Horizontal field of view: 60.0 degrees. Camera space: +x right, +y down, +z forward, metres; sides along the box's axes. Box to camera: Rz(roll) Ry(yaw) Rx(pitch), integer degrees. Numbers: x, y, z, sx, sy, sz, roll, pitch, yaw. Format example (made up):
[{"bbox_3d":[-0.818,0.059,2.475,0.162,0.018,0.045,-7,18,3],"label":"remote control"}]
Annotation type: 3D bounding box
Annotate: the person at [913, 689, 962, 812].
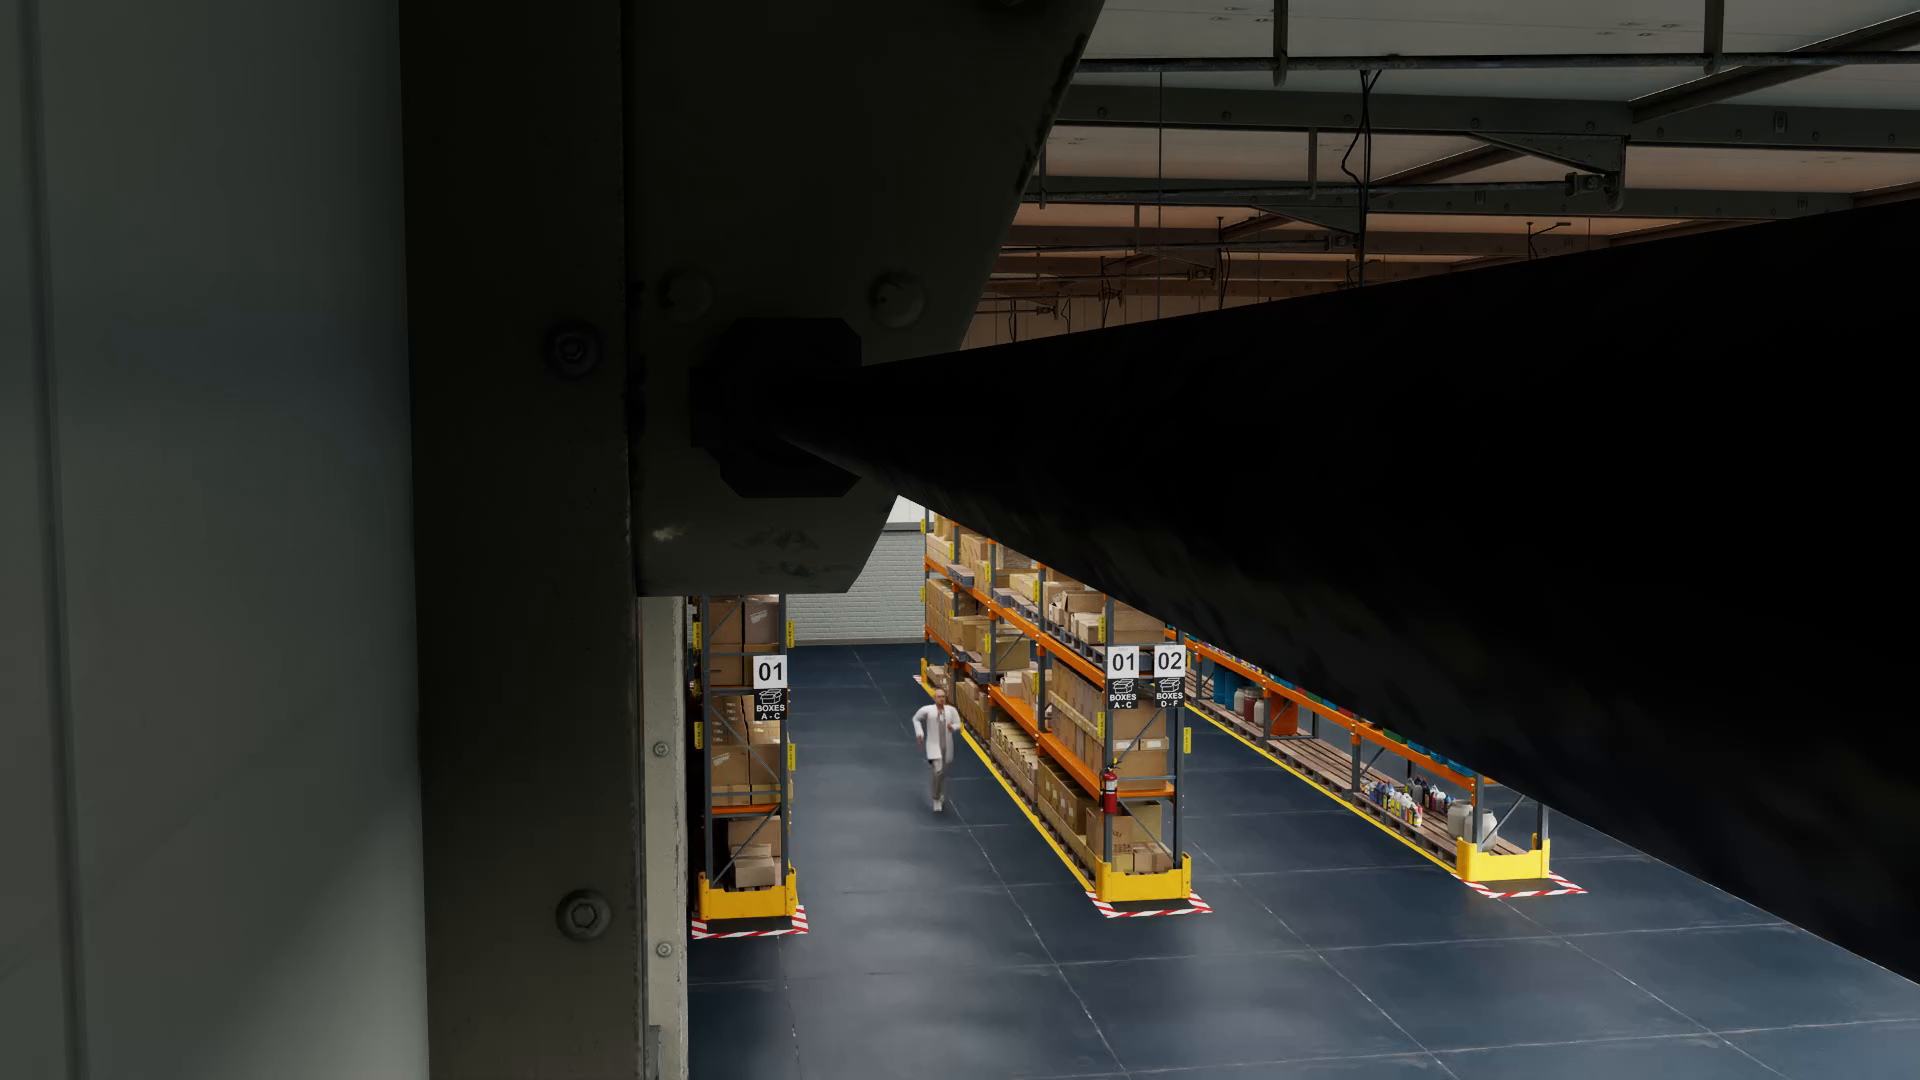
[{"bbox_3d":[-0.329,3.206,25.501,0.655,1.850,0.839,-2,5,-22],"label":"person"}]
